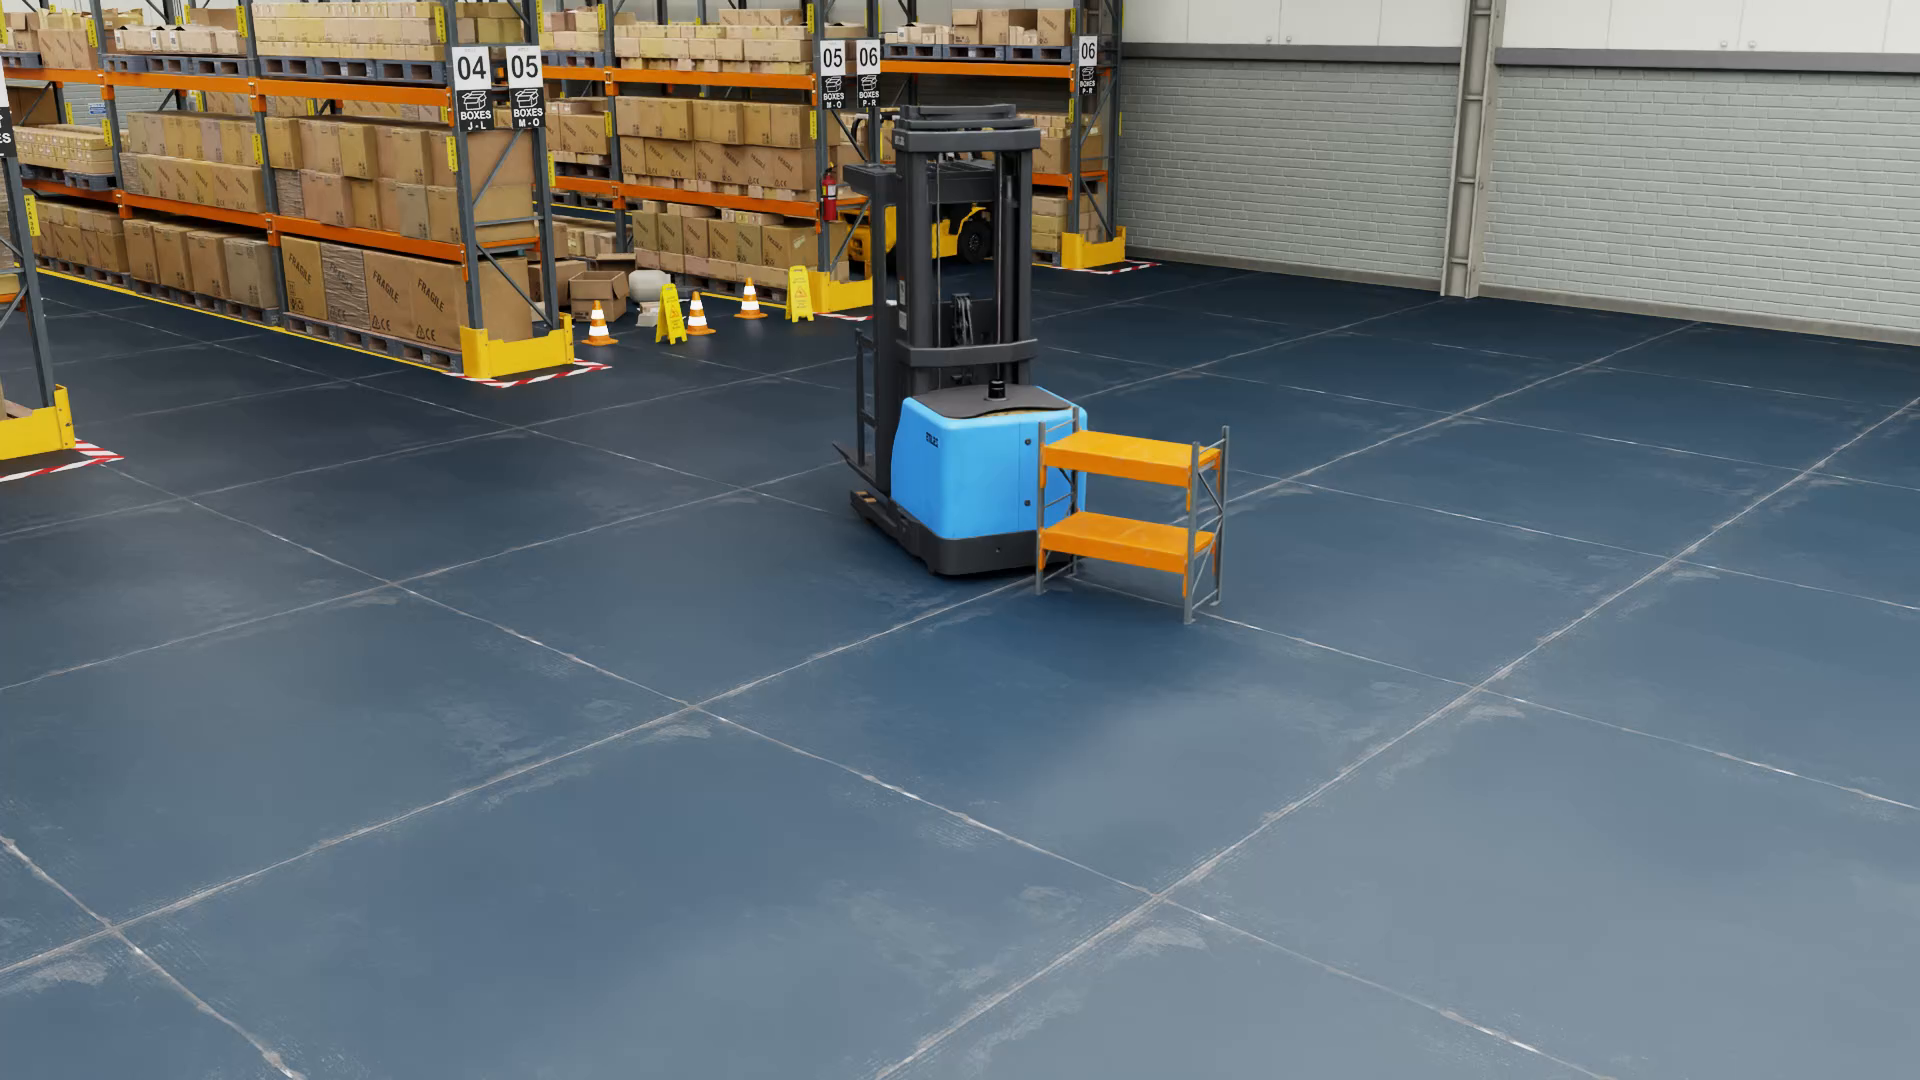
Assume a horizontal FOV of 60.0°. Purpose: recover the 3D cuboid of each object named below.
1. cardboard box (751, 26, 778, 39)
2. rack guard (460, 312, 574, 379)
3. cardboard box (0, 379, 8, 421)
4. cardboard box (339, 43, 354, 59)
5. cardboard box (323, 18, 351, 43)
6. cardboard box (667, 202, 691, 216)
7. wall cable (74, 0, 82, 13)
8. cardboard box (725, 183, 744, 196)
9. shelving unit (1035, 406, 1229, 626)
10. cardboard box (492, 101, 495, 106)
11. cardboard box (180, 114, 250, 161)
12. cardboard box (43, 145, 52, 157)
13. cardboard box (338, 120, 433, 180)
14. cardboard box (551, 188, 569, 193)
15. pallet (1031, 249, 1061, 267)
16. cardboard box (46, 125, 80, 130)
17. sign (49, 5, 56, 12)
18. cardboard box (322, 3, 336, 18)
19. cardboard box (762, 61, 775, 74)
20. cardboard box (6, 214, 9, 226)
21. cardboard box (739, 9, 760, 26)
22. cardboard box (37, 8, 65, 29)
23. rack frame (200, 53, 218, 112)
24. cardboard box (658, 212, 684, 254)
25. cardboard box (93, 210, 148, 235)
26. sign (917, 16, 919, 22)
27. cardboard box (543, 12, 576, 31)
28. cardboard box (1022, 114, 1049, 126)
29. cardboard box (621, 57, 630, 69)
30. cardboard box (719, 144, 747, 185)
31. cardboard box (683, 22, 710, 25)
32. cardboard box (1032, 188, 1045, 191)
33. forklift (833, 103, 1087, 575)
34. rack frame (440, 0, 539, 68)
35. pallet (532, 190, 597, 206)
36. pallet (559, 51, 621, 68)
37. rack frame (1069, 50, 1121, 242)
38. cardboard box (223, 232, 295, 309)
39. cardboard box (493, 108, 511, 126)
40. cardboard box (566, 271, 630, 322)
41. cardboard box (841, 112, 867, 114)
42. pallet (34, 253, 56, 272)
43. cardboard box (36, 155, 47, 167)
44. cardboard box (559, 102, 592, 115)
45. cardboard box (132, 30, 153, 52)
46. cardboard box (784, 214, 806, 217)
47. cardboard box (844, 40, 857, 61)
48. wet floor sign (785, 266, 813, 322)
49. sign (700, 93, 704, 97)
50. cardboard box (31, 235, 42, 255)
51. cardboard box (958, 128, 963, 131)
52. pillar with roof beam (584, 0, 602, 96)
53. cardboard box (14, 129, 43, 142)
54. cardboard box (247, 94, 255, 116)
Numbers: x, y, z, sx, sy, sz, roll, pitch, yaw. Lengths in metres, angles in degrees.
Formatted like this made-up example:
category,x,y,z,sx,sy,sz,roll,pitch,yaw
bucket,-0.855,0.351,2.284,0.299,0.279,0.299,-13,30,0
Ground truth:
category,x,y,z,sx,sy,sz,roll,pitch,yaw
cardboard box,-2.333,-6.212,20.364,0.250,0.149,0.380,15,23,40
rack guard,-4.550,-2.014,17.131,0.348,0.500,1.175,15,23,39
cardboard box,-8.392,-1.246,14.018,0.500,0.500,0.500,-13,22,-36
cardboard box,-6.182,-5.065,17.208,0.250,0.149,0.380,15,23,40
cardboard box,-6.245,-5.296,17.279,0.500,0.250,0.500,15,23,40
cardboard box,-3.648,-4.389,22.021,0.250,0.149,0.380,16,24,41
wall cable,-17.767,-11.501,32.974,0.029,3.000,0.463,15,23,39
cardboard box,-2.783,-4.498,21.243,0.250,0.149,0.380,15,23,39
shelving unit,1.054,-0.169,10.283,1.048,1.125,0.538,10,20,30
cardboard box,-7.548,-6.635,25.743,0.500,0.500,0.500,14,22,37
cardboard box,-9.076,-4.942,20.407,0.500,0.500,0.700,15,23,39
cardboard box,-12.190,-5.293,22.562,0.250,0.149,0.380,16,23,41
cardboard box,-6.104,-4.189,17.821,0.500,0.550,0.875,15,23,39
cardboard box,-7.653,-6.770,32.005,0.250,0.149,0.380,14,22,38
pallet,1.334,-4.289,24.778,1.213,0.211,1.003,15,23,39
cardboard box,-12.912,-5.893,23.961,0.250,0.149,0.380,14,22,38
sign,-13.178,-7.610,24.167,0.005,0.325,0.100,15,23,39
cardboard box,-6.375,-5.496,17.249,0.250,0.149,0.380,15,23,39
cardboard box,-2.195,-5.772,20.298,0.250,0.149,0.380,16,24,41
cardboard box,-13.982,-4.757,24.678,0.250,0.149,0.380,16,24,41
cardboard box,-3.226,-8.526,27.536,0.500,0.500,0.700,14,23,38
cardboard box,-12.002,-6.935,22.115,0.258,0.266,0.396,15,23,39
rack frame,-13.325,-7.563,30.484,0.127,3.000,1.000,15,23,39
cardboard box,-3.679,-4.116,22.235,0.500,0.500,0.500,16,24,41
cardboard box,-11.237,-4.261,22.277,0.500,0.250,0.500,14,23,38
sign,-0.691,-8.117,26.286,0.005,0.325,0.100,15,23,39
cardboard box,-5.646,-7.238,23.227,0.500,0.250,0.500,16,23,40
cardboard box,1.107,-6.086,24.100,0.250,0.149,0.380,16,23,40
cardboard box,-4.279,-6.344,22.100,0.250,0.149,0.380,15,23,38
cardboard box,-2.690,-4.789,21.087,0.500,0.500,0.500,15,23,39
cardboard box,-4.503,-8.773,28.434,0.250,0.149,0.380,16,24,41
cardboard box,0.957,-5.182,25.180,0.500,0.250,0.500,15,23,39
forklift,-0.162,-1.578,11.738,1.130,2.935,3.031,-7,19,-20
rack frame,-4.568,-6.070,15.861,0.127,3.000,1.000,15,23,39
pallet,-7.554,-6.693,32.351,1.213,0.211,1.003,15,23,39
pallet,-4.741,-6.642,22.933,1.003,0.211,1.213,15,23,39
rack frame,1.934,-5.474,23.902,0.127,3.000,1.000,15,23,39
cardboard box,-8.084,-3.246,19.904,0.750,0.750,1.050,15,23,39
cardboard box,-6.764,-6.101,24.525,0.500,0.500,0.500,17,24,42
cardboard box,-4.352,-2.941,20.045,0.637,0.503,0.797,0,18,2
cardboard box,-1.735,-6.916,27.207,0.250,0.149,0.380,15,23,39
pallet,-12.960,-4.135,24.291,1.213,0.211,1.003,15,23,39
cardboard box,-12.387,-5.205,22.774,0.250,0.149,0.380,14,22,37
cardboard box,-5.369,-6.029,23.228,0.250,0.149,0.380,14,22,38
cardboard box,-9.782,-6.127,20.388,0.500,0.250,0.500,16,24,41
cardboard box,-2.594,-5.756,28.021,0.625,0.625,0.875,14,22,37
cardboard box,-1.557,-6.012,20.393,0.500,0.250,0.500,15,23,38
wet floor sign,-1.926,-2.948,19.834,0.267,0.644,0.232,-9,20,-27
sign,-4.403,-7.470,28.408,0.005,0.325,0.100,15,23,39
cardboard box,-13.167,-4.420,24.018,0.500,0.500,0.500,16,24,41
cardboard box,0.149,-6.196,24.938,0.250,0.149,0.380,14,23,38
pillar with roof beam,-9.821,-10.113,28.601,0.400,9.000,9.100,15,23,39
cardboard box,-12.966,-5.643,23.172,0.250,0.149,0.380,15,23,39
cardboard box,-12.000,-7.623,28.854,0.500,0.500,0.500,15,23,39
